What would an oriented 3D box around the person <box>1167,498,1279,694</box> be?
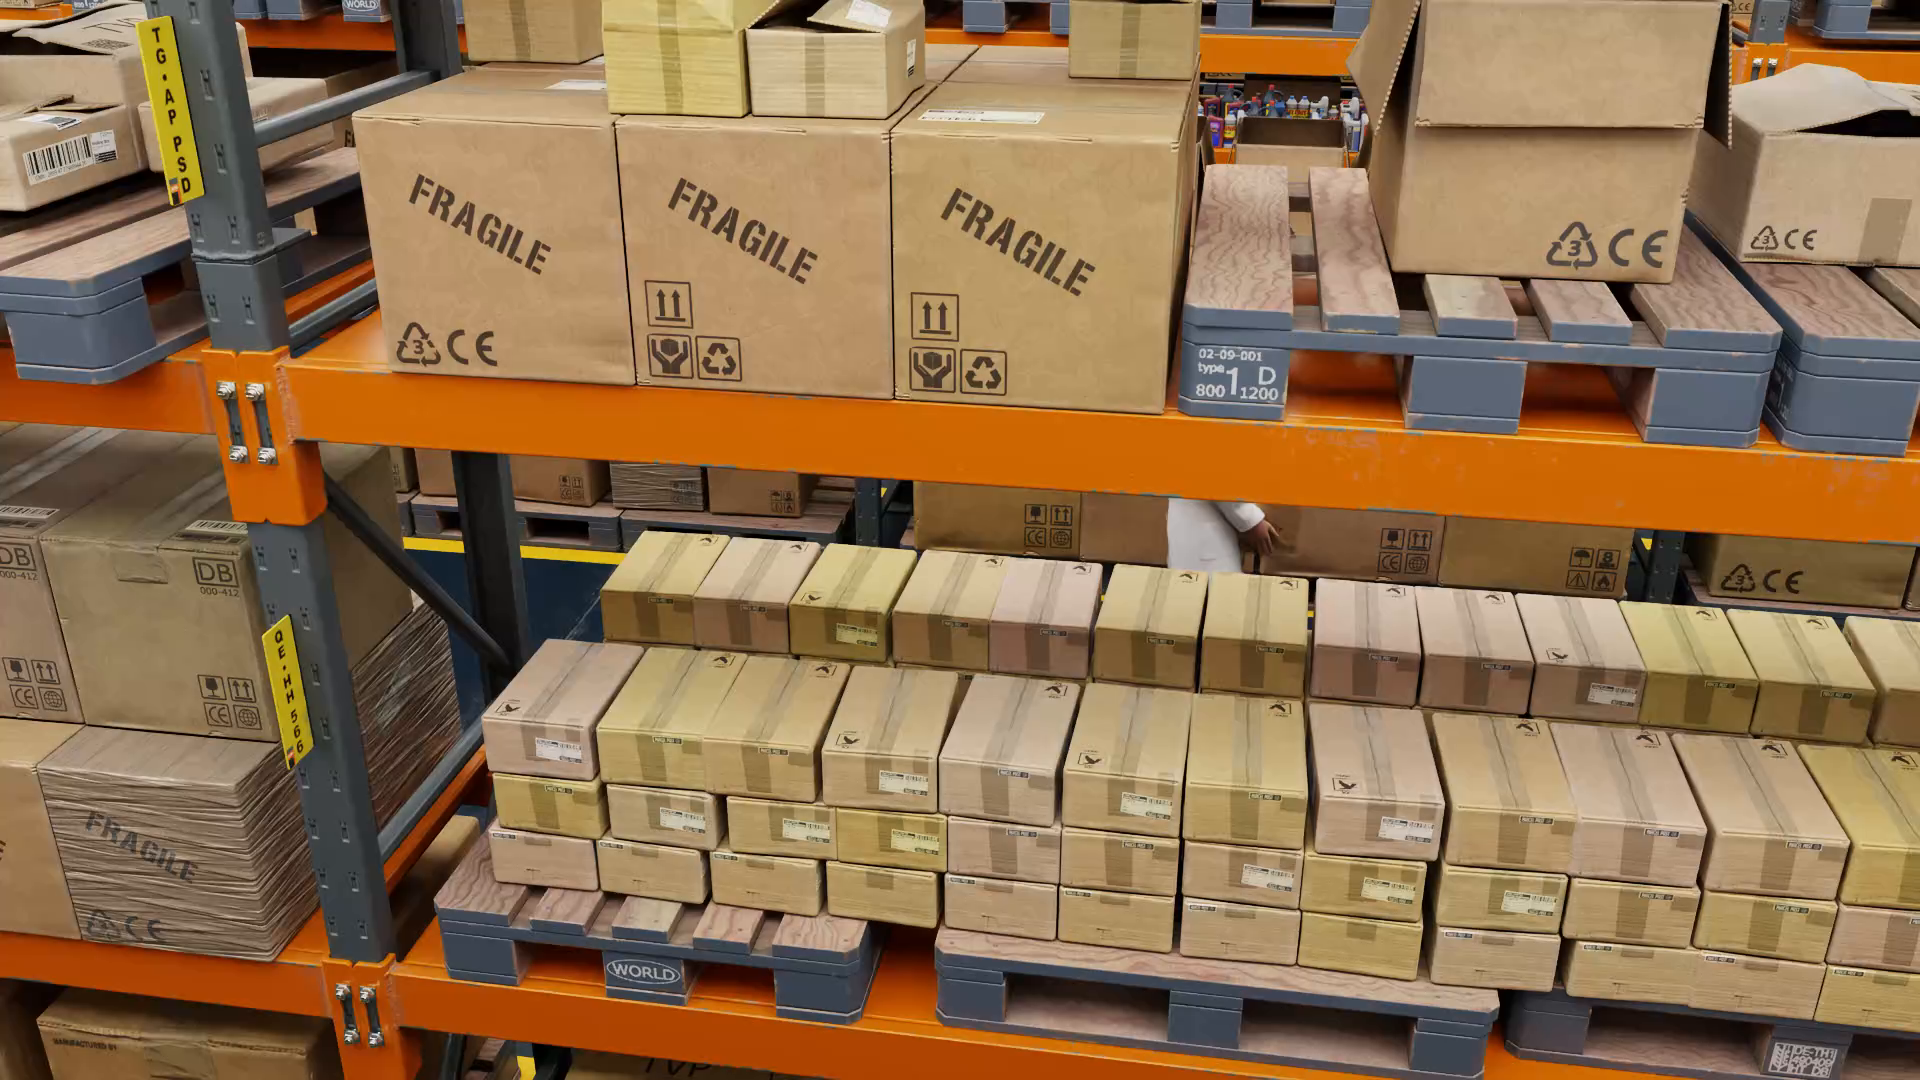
[{"bbox_3d":[1.124,-0.069,7.221,0.523,1.743,0.557,4,25,8],"label":"person"}]
